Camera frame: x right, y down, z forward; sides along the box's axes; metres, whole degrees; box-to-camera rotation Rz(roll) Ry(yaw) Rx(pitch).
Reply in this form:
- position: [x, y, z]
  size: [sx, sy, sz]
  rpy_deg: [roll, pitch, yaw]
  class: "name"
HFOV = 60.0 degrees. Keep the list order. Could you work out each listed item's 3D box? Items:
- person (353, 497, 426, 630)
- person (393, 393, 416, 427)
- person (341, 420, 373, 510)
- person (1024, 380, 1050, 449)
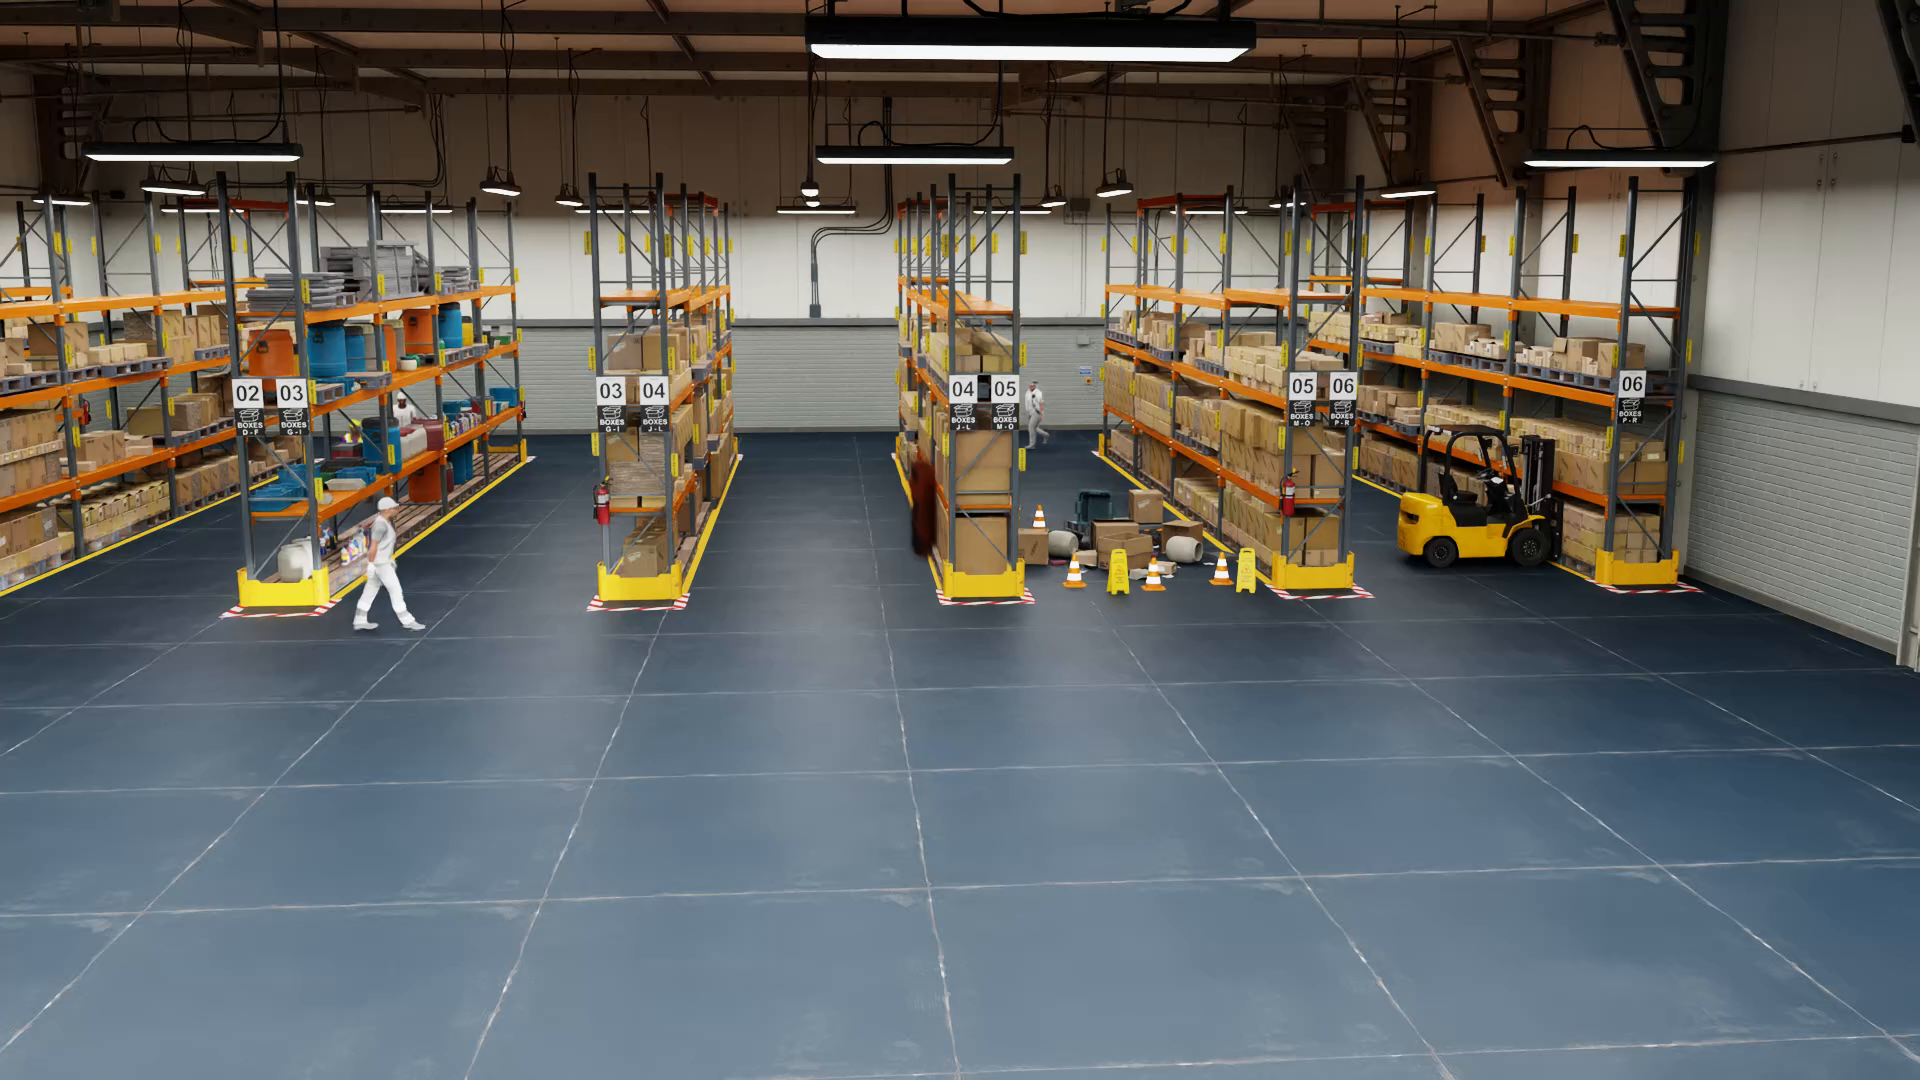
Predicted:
- position: [-7.539, 0.309, 21.841]
  size: [0.904, 1.745, 0.590]
  rpy_deg: [-3, 11, -18]
  class: "person"
- position: [-12.699, -2.501, 37.834]
  size: [0.566, 1.702, 1.077]
  rpy_deg: [0, 10, -2]
  class: "person"
- position: [-11.626, -1.465, 31.991]
  size: [0.695, 1.707, 1.085]
  rpy_deg: [0, 10, -2]
  class: "person"
- position: [1.921, -3.154, 41.559]
  size: [0.825, 1.705, 0.545]
  rpy_deg: [-4, 11, -23]
  class: "person"
